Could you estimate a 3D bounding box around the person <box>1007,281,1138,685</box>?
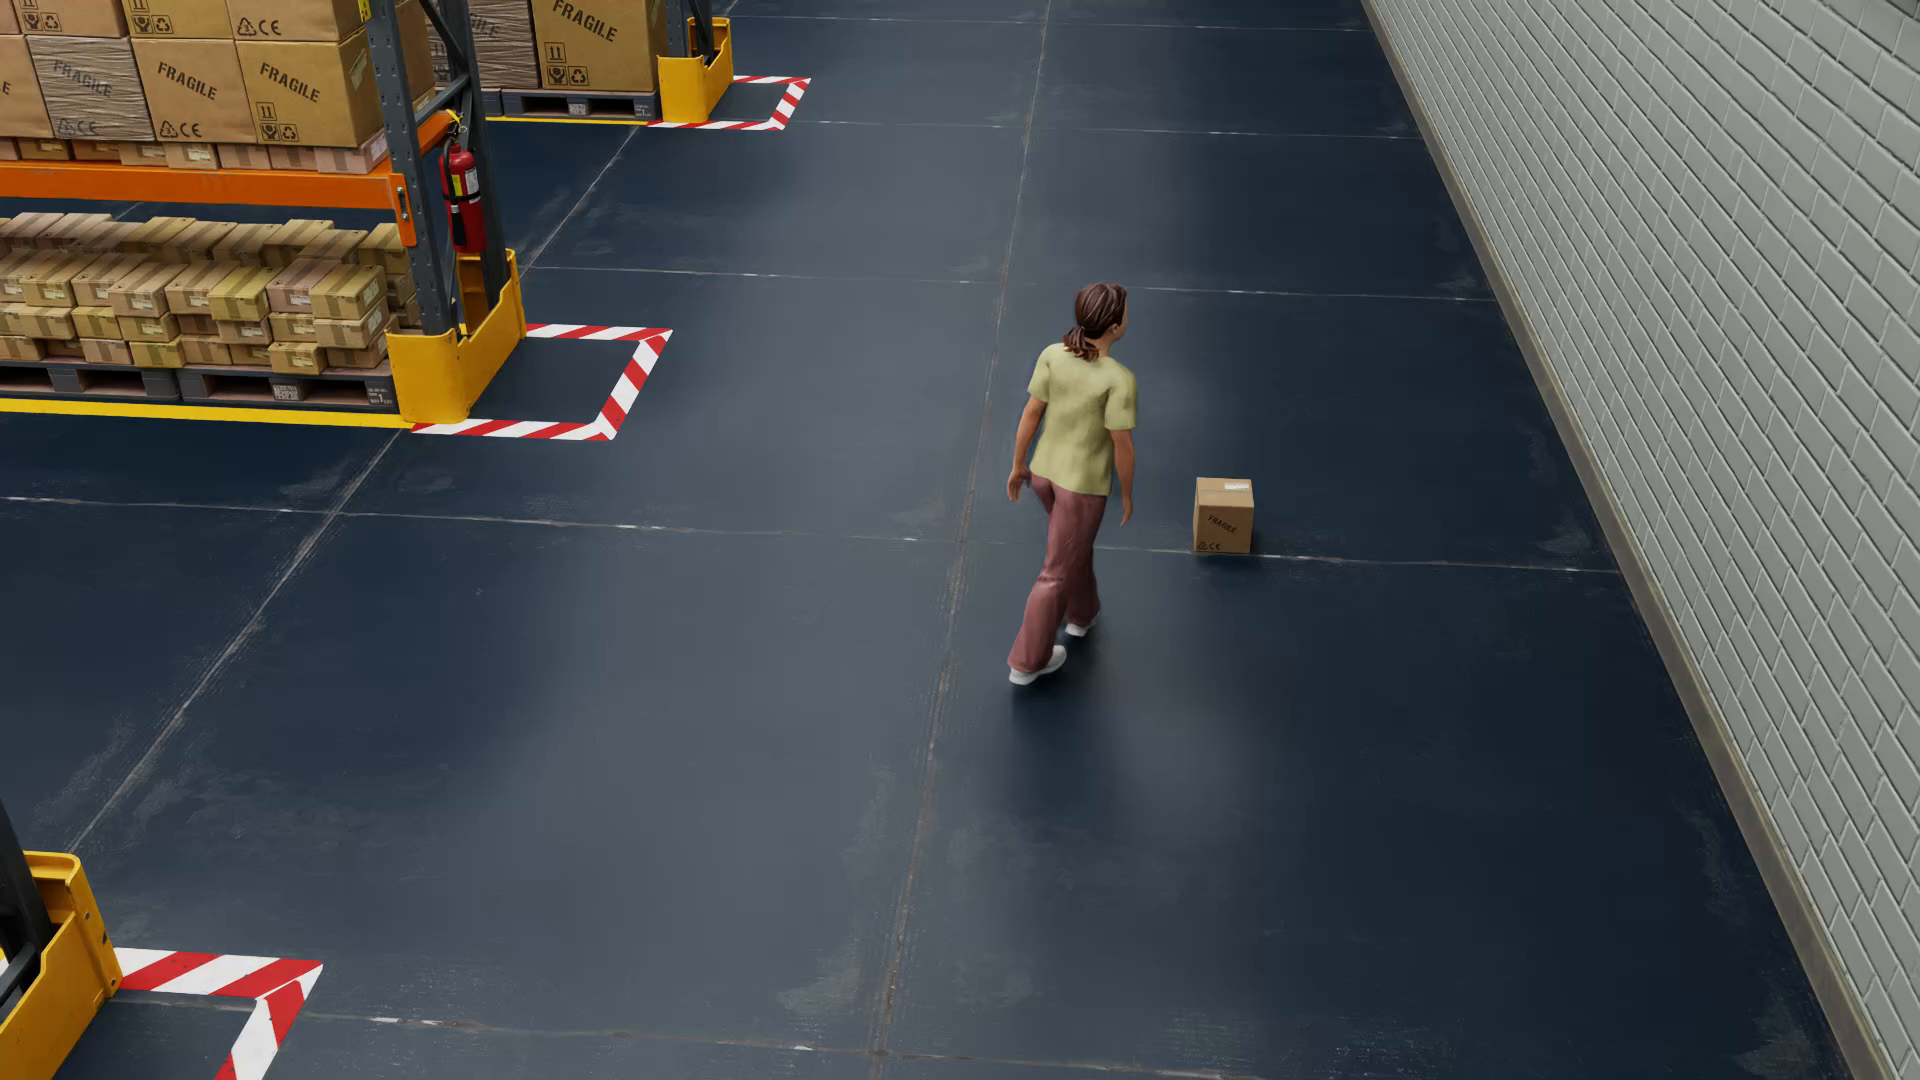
[{"bbox_3d":[0.466,-0.199,6.485,0.690,1.690,0.479,-27,41,-36],"label":"person"}]
